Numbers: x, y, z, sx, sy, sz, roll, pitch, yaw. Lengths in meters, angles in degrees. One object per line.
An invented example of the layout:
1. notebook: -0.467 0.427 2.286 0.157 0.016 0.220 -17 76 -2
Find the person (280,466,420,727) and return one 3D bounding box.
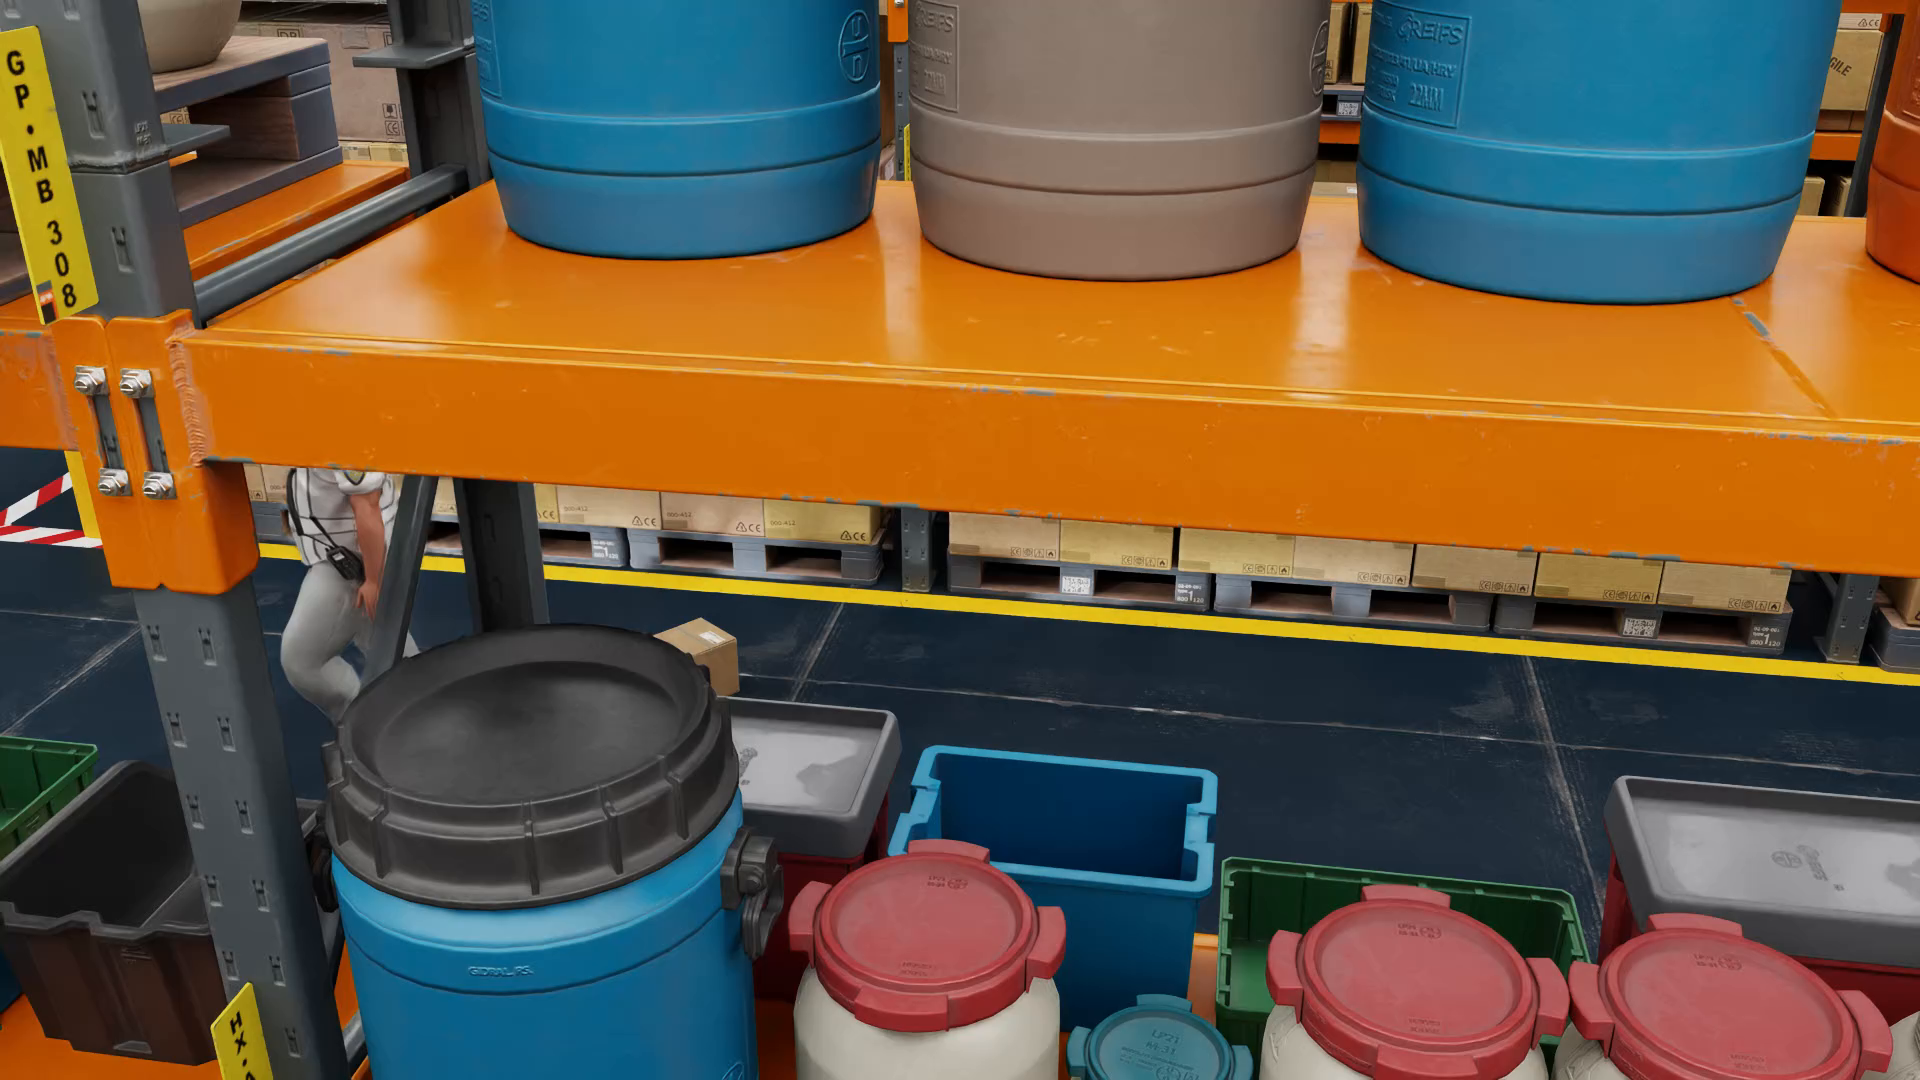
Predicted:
1. person: -2.200 0.071 5.943 0.499 1.833 0.565 -7 26 -14
